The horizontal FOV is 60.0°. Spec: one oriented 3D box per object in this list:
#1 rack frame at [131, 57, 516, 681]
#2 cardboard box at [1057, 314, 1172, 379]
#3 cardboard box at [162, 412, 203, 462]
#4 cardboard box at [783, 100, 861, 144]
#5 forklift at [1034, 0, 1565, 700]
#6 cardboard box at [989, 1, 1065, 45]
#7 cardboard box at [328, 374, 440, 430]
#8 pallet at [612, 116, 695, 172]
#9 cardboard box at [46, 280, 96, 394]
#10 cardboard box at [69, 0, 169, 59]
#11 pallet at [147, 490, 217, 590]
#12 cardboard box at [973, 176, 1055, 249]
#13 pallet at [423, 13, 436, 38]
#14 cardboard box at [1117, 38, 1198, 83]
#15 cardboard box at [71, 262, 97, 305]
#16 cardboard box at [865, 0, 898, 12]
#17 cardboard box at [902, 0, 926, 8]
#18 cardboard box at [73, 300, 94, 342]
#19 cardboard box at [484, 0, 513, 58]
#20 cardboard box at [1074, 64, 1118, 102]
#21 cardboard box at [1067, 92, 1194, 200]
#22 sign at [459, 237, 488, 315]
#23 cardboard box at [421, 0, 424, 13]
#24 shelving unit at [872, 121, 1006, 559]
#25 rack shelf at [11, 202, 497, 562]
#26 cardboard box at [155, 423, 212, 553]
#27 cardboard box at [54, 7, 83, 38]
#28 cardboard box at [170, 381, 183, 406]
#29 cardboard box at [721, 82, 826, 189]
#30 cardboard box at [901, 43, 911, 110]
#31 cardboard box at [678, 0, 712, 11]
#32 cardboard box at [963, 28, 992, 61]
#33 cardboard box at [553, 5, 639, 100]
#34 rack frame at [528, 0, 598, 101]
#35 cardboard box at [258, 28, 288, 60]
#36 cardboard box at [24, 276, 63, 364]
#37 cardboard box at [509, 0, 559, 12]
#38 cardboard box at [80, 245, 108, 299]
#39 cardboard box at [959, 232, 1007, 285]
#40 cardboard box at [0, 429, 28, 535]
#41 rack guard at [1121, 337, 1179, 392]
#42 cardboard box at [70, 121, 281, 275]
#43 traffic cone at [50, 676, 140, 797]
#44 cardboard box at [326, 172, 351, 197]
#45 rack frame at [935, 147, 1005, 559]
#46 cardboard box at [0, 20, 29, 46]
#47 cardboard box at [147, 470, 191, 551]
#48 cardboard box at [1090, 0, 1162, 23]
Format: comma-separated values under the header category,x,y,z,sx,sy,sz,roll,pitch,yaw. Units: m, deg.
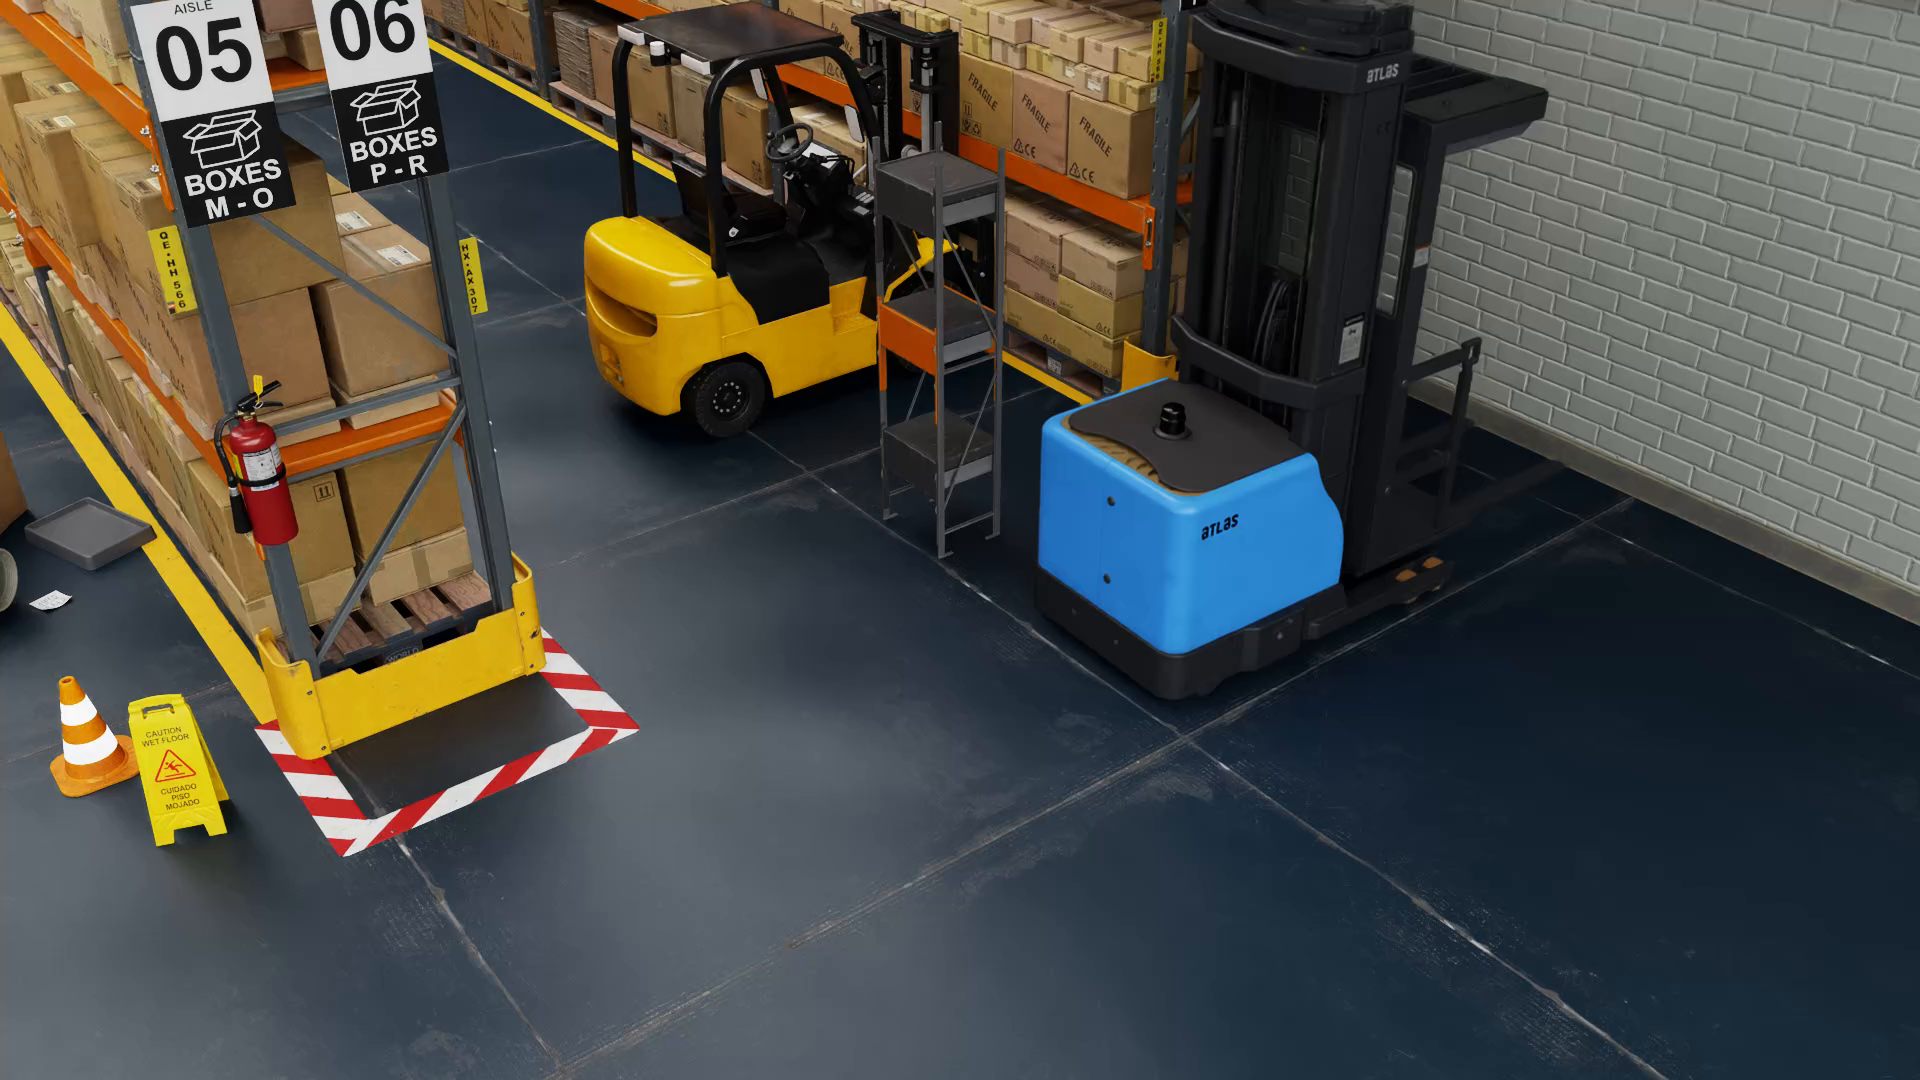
category,x,y,z,sx,sy,sz,roll,pitch,yaw
rack frame,-2.438,-0.535,6.768,1.000,3.000,0.127,-22,38,-31
cardboard box,0.943,-1.246,10.122,0.500,0.250,0.500,-22,38,-31
cardboard box,-3.413,-0.520,7.627,0.380,0.149,0.250,-21,38,-30
cardboard box,-0.923,-2.941,11.903,0.500,0.250,0.500,-23,39,-32
forklift,1.851,-1.137,7.802,3.031,2.935,1.130,-21,37,-30
cardboard box,0.396,-3.061,9.844,0.380,0.149,0.250,-21,38,-30
cardboard box,-2.483,-0.637,7.170,0.380,0.149,0.250,-22,38,-31
pallet,-2.207,-3.428,14.069,1.003,0.211,1.213,-22,38,-31
cardboard box,-4.742,-1.198,9.332,0.500,0.500,0.500,-20,37,-29
cardboard box,-2.965,-1.998,6.141,0.500,0.250,0.500,-23,38,-32
pallet,-3.699,-0.240,8.936,1.003,0.211,1.213,-22,38,-31
cardboard box,0.317,-2.086,10.527,0.500,0.250,0.500,-22,38,-31
pallet,-5.349,-5.632,17.618,1.003,0.211,1.213,-22,38,-31
cardboard box,1.095,-2.668,9.211,0.380,0.149,0.250,-22,38,-31
cardboard box,-4.174,-1.324,8.277,0.380,0.149,0.250,-22,38,-31
cardboard box,-0.390,-3.466,10.778,0.380,0.149,0.250,-23,38,-32
cardboard box,-0.158,-3.514,10.573,0.380,0.149,0.250,-22,38,-32
cardboard box,-4.396,-1.188,8.702,0.380,0.149,0.250,-21,37,-30
cardboard box,-4.153,-4.912,15.786,0.500,0.500,0.500,-23,39,-32
cardboard box,0.867,-2.611,9.401,0.380,0.149,0.250,-22,38,-31
cardboard box,0.971,-2.305,9.523,0.500,0.500,0.500,-23,39,-32
sign,-2.009,-1.078,6.822,0.100,0.325,0.005,-22,38,-31
cardboard box,-5.425,-5.767,17.163,0.500,0.500,0.500,-23,38,-32
shelving unit,-0.101,-0.961,8.307,0.431,2.100,0.503,-22,38,-31
rack shelf,-3.664,-1.063,8.300,1.077,0.370,4.000,-22,38,-31
cardboard box,-3.458,-0.330,7.935,0.500,0.500,0.500,-21,37,-30
cardboard box,-3.485,-2.191,6.830,0.380,0.149,0.250,-23,38,-32
cardboard box,-3.220,-0.698,7.269,0.380,0.149,0.250,-23,39,-32
cardboard box,-1.301,-3.193,12.900,0.875,0.625,0.625,-20,37,-29
cardboard box,-0.262,-3.160,10.900,0.500,0.500,0.500,-23,38,-32
cardboard box,-1.801,-4.079,12.616,0.500,0.250,0.500,-23,38,-32
cardboard box,0.241,-3.041,10.094,0.380,0.149,0.250,-22,38,-31
cardboard box,-3.053,-4.382,14.815,0.875,0.625,0.625,-21,38,-30
rack frame,-3.425,-5.476,14.725,1.000,3.000,0.127,-22,38,-31
cardboard box,-2.617,-2.026,6.564,0.380,0.149,0.250,-24,39,-33
cardboard box,-5.214,-1.482,10.385,0.950,0.372,0.625,-22,38,-31
cardboard box,-3.928,-4.992,15.302,0.380,0.149,0.250,-24,39,-34
cardboard box,-3.892,-1.478,7.910,0.500,0.500,0.500,-22,38,-31
cardboard box,0.303,-1.888,10.680,0.500,0.250,0.500,-23,39,-32
cardboard box,-5.309,-0.254,8.683,0.500,0.500,0.500,1,32,2
rack guard,1.495,-1.070,10.000,1.175,0.500,0.348,-22,38,-31
cardboard box,-3.228,-1.484,6.972,0.700,0.500,0.500,-22,38,-31
traffic cone,-3.721,0.781,7.054,0.336,0.463,0.334,-22,38,-31
cardboard box,-3.143,-1.418,7.813,0.500,0.500,0.500,-23,39,-32
rack frame,0.048,-0.859,8.143,0.400,2.100,0.015,-22,38,-31
cardboard box,-4.496,-2.322,8.321,0.700,0.500,0.500,-22,38,-31
cardboard box,-3.783,-0.230,8.485,0.500,0.250,0.500,-24,39,-33
cardboard box,0.997,-3.129,9.954,0.380,0.149,0.250,-22,38,-31
